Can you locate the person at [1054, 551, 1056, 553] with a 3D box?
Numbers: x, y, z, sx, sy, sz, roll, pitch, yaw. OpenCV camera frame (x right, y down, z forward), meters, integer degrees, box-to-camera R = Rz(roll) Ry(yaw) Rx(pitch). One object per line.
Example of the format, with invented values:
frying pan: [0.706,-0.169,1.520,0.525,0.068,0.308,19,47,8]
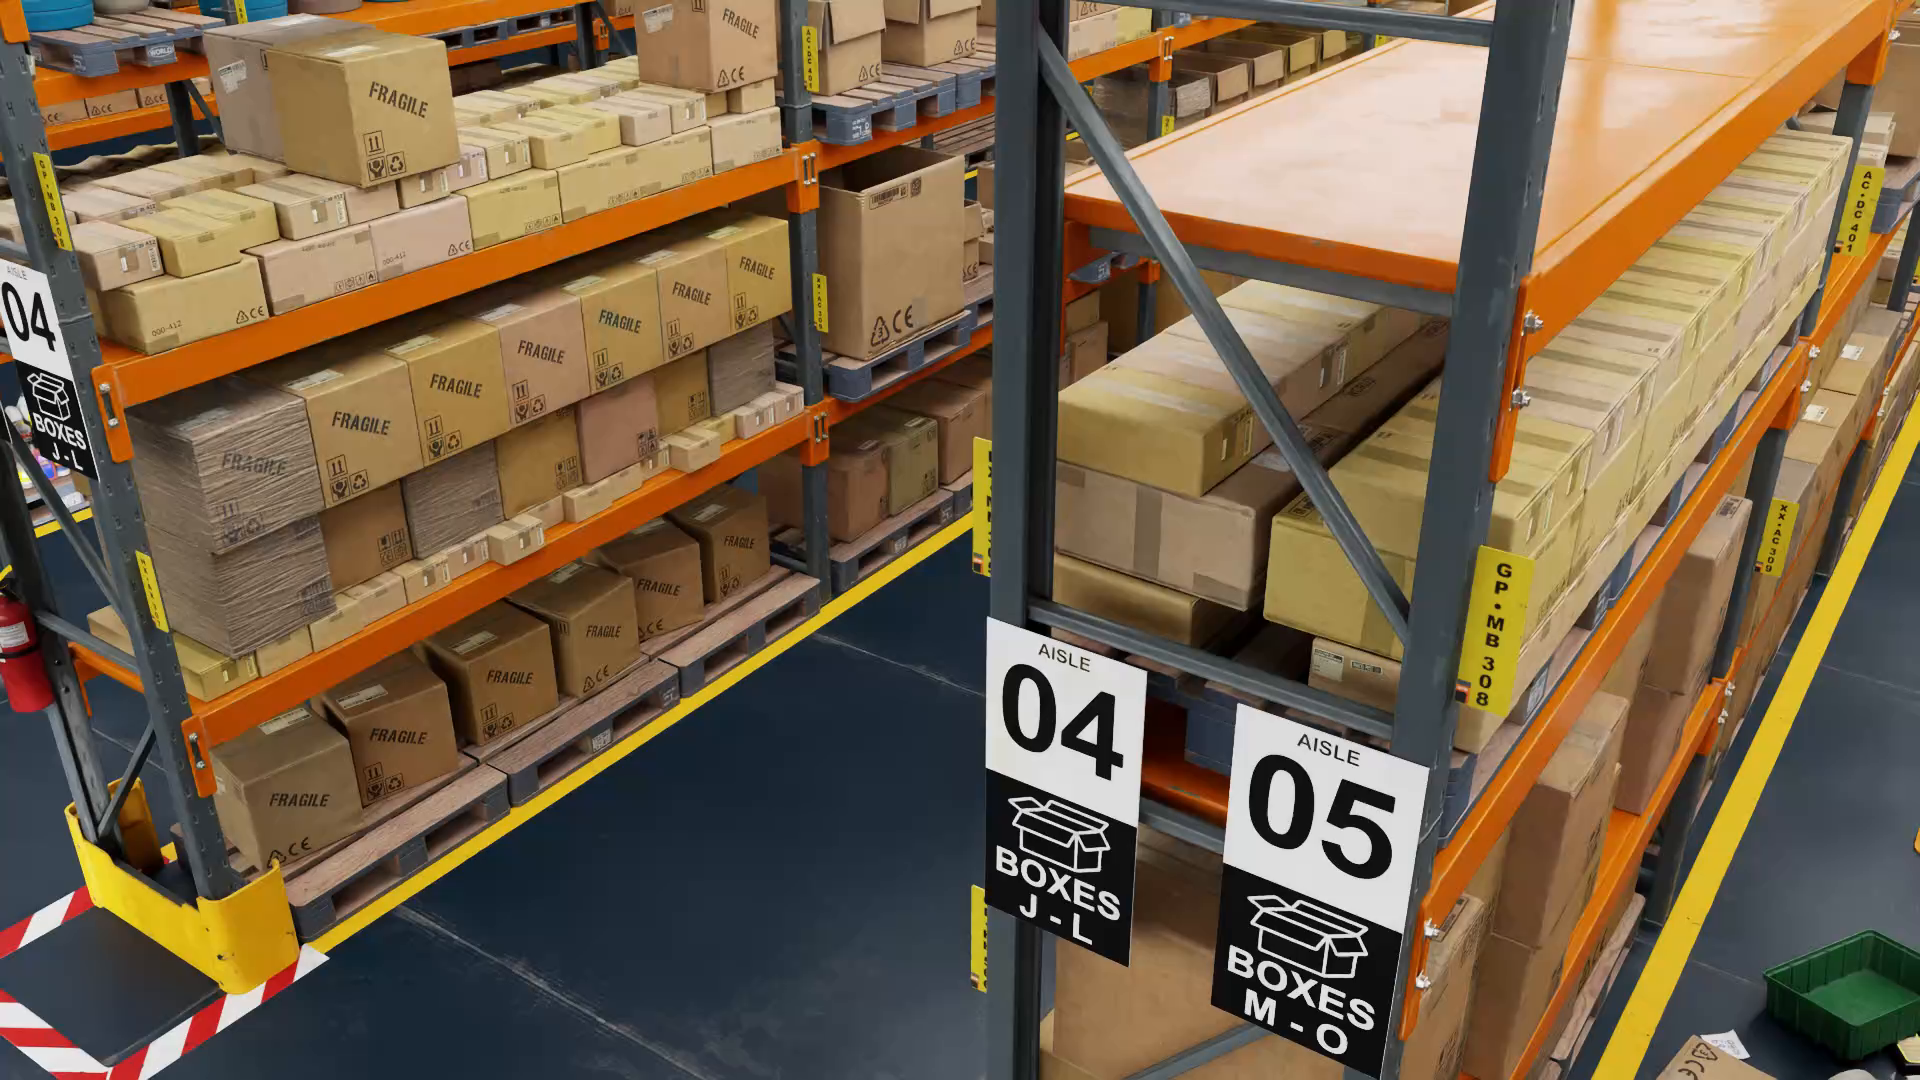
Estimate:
person: [0.544,0.143,8.886,0.493,1.592,0.404,18,32,31]
